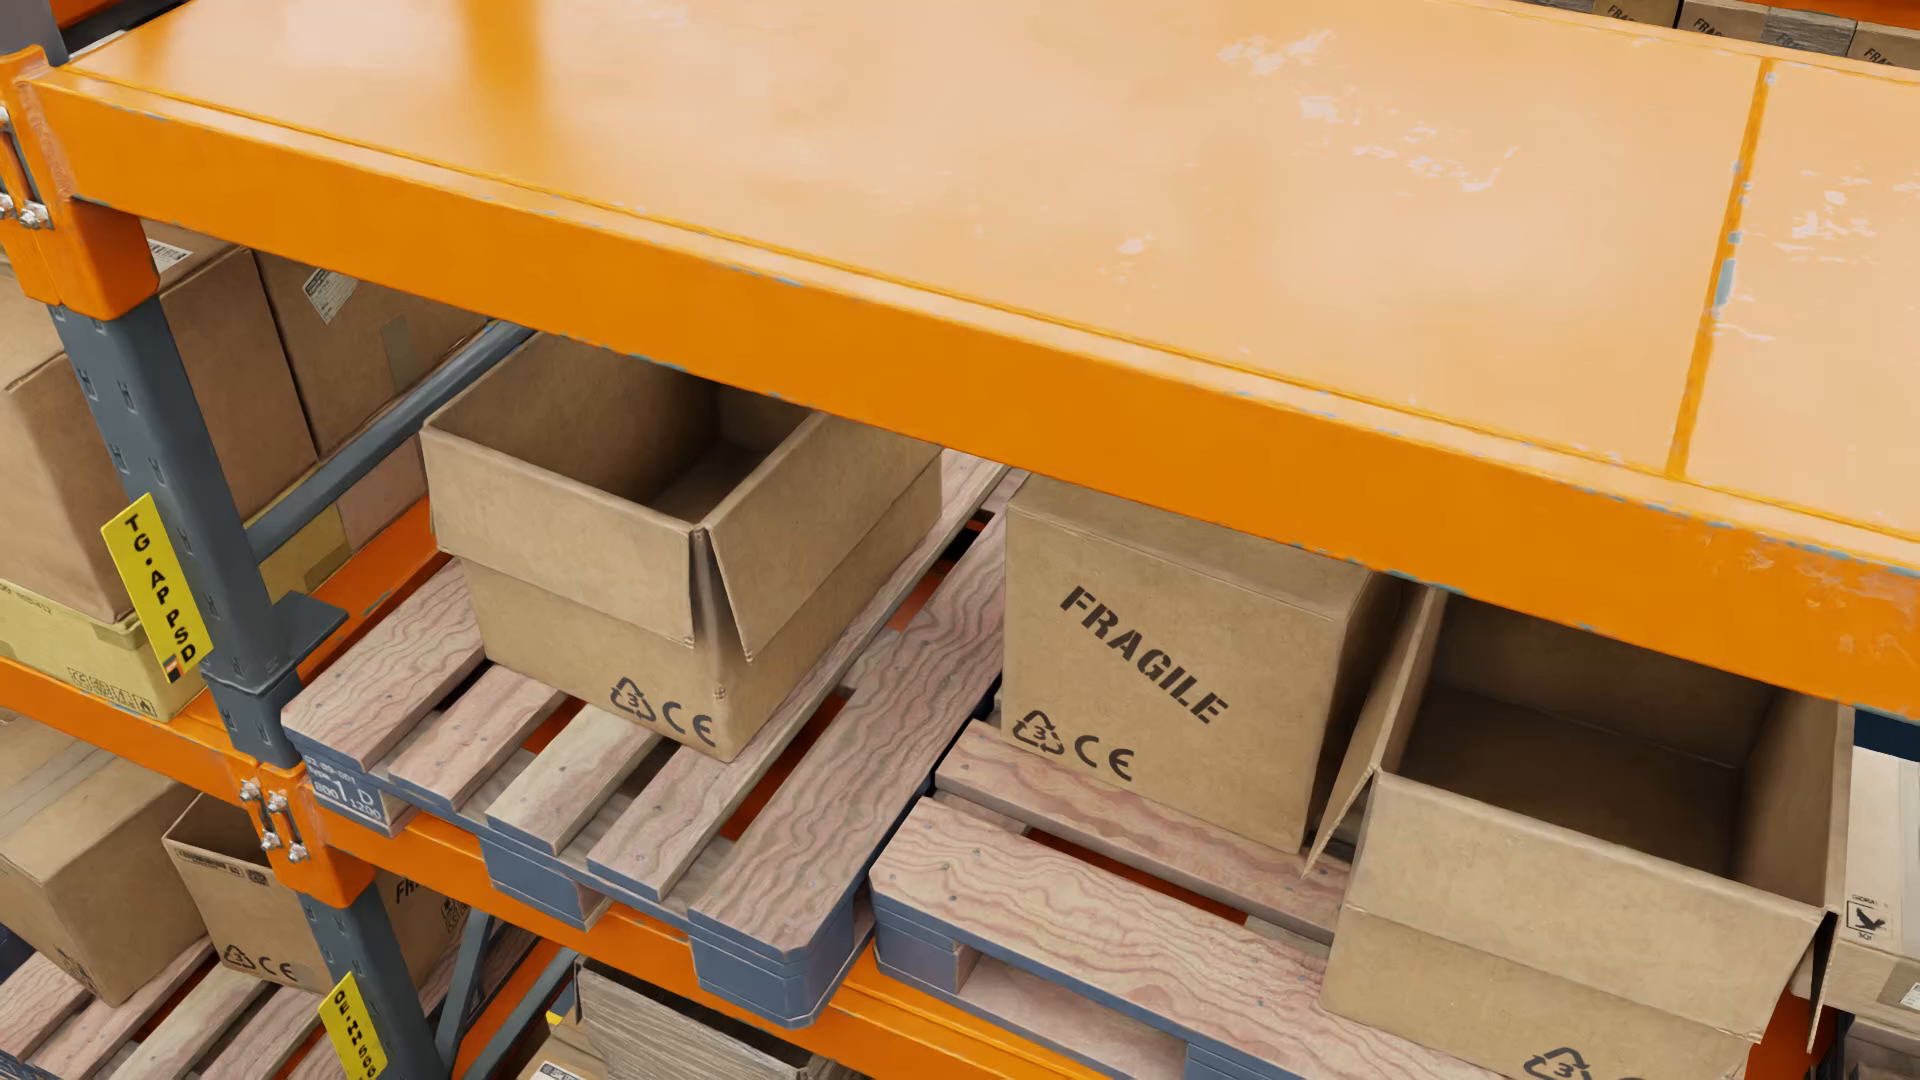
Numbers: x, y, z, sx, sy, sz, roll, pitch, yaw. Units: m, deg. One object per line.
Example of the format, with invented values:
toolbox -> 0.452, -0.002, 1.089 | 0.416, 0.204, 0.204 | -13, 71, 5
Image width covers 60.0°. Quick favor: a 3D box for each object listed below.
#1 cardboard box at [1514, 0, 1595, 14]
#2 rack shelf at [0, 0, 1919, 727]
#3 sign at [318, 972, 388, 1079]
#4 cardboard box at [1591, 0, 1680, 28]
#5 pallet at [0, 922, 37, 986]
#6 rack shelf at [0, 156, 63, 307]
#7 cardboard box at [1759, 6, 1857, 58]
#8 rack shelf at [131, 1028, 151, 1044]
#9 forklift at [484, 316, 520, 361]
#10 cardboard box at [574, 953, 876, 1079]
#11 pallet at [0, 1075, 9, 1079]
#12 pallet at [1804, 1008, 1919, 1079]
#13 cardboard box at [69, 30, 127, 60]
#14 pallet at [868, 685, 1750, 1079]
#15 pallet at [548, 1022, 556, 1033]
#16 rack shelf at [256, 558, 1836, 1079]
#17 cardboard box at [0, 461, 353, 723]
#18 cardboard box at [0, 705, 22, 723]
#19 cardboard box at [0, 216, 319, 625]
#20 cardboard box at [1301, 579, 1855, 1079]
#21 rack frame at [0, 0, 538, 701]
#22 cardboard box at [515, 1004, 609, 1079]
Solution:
cardboard box -> 3.958, -3.578, 11.045 | 0.500, 0.500, 0.500 | 15, 43, 17
rack shelf -> 0.810, -0.205, 1.855 | 4.000, 0.370, 1.077 | 17, 44, 19
sign -> -1.223, 1.002, 3.364 | 0.005, 0.325, 0.100 | 17, 44, 19
cardboard box -> 4.410, -3.436, 10.881 | 0.500, 0.500, 0.500 | 16, 44, 18
pallet -> -2.814, 0.633, 4.759 | 1.213, 0.211, 1.003 | 17, 44, 19
rack shelf -> -2.815, -1.313, 3.133 | 4.000, 0.370, 1.077 | 17, 44, 19
cardboard box -> 5.347, -3.155, 10.557 | 0.500, 0.500, 0.500 | 18, 44, 19
rack shelf -> -2.815, 0.803, 4.967 | 4.000, 0.370, 1.077 | 17, 44, 19
forklift -> -16.439, -10.827, 17.954 | 36.315, 2.843, 20.333 | 11, 42, 12
cardboard box -> -0.347, 0.880, 3.486 | 0.637, 0.503, 0.797 | 18, 44, 20
pallet -> -2.812, 1.583, 5.647 | 1.213, 0.211, 1.003 | 17, 44, 19
pallet -> 1.771, 0.907, 2.153 | 1.217, 0.209, 0.805 | 15, 43, 17
cardboard box -> -1.778, -0.701, 3.404 | 0.500, 0.500, 0.500 | 17, 44, 19
pallet -> 0.618, 0.478, 2.647 | 1.213, 0.211, 1.003 | 19, 44, 21
pallet -> -1.710, 1.921, 5.256 | 1.213, 0.211, 1.003 | 17, 44, 19
rack shelf -> 0.810, 0.777, 2.706 | 4.000, 0.370, 1.077 | 17, 44, 19
cardboard box -> -1.537, 0.022, 3.143 | 0.500, 0.250, 0.500 | 17, 44, 19
cardboard box -> -2.424, 0.382, 4.697 | 0.500, 0.250, 0.500 | 16, 43, 17
cardboard box -> -1.541, -0.259, 2.894 | 0.500, 0.500, 0.500 | 18, 44, 20
cardboard box -> 0.858, 0.307, 2.300 | 0.637, 0.503, 0.797 | 16, 44, 18
rack frame -> -1.002, -1.182, 2.127 | 0.127, 3.000, 1.000 | 17, 44, 19
cardboard box -> -0.677, 1.343, 3.718 | 0.500, 0.500, 0.500 | 18, 44, 20
